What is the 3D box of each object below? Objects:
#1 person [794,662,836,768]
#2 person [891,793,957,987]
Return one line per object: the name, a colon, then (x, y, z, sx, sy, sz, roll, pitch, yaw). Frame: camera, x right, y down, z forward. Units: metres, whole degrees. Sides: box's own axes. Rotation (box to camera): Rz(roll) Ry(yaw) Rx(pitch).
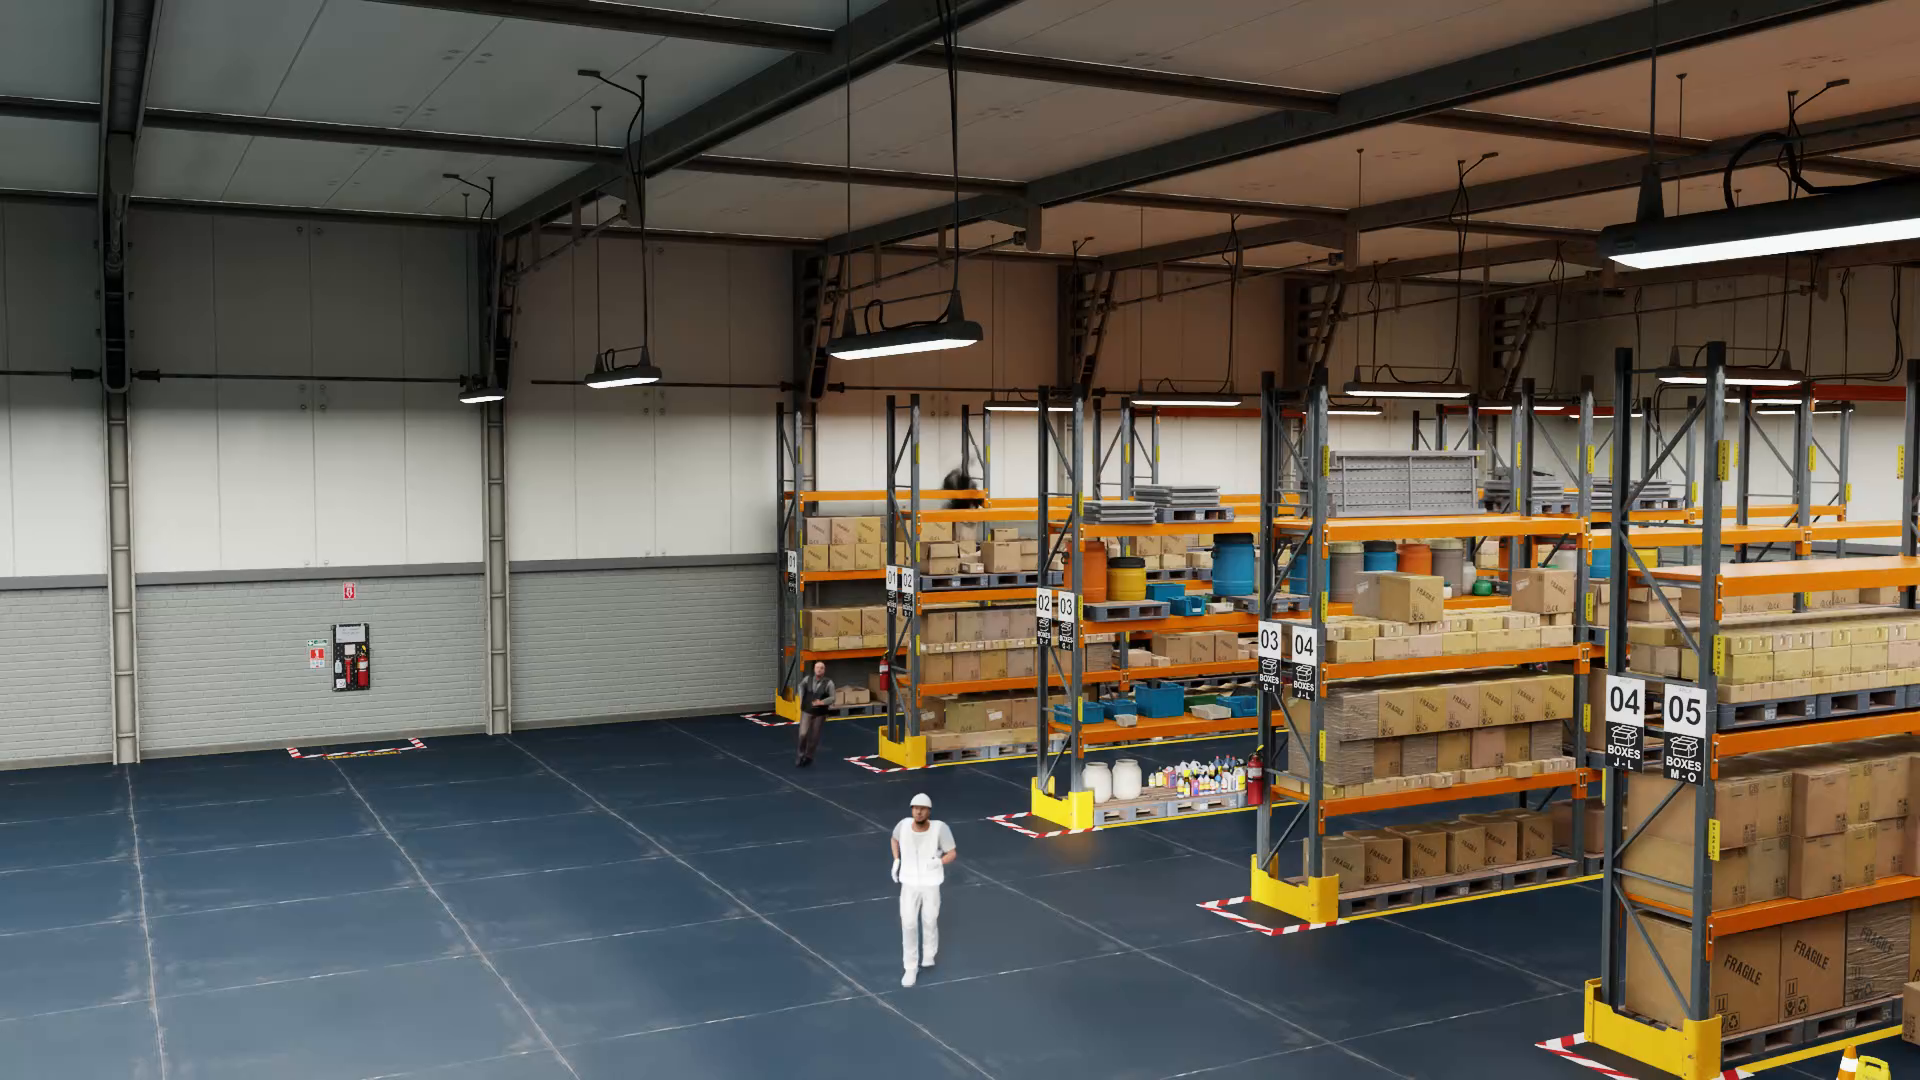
person: (-2.330, 2.806, 26.761, 0.690, 1.701, 0.660, 0, 3, 1)
person: (-0.359, 3.366, 16.153, 0.664, 1.838, 0.784, 0, 3, 4)
